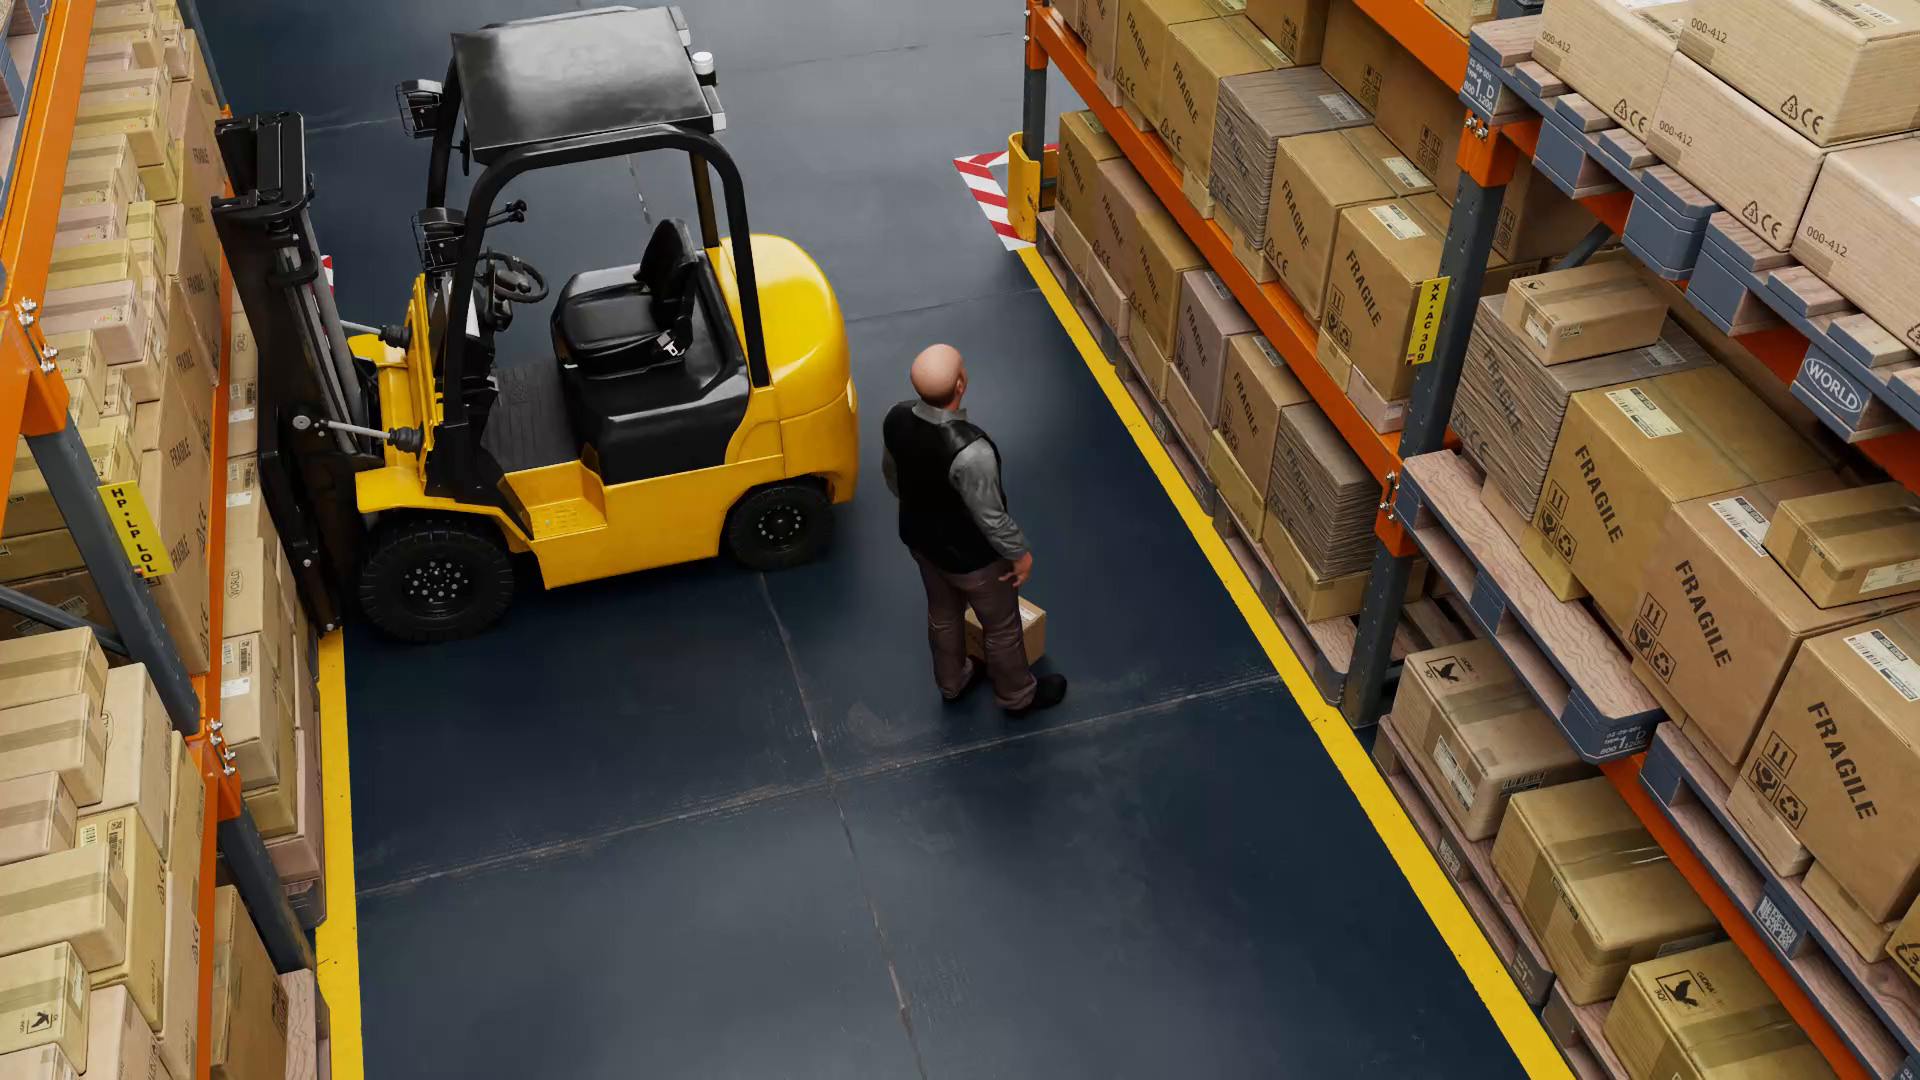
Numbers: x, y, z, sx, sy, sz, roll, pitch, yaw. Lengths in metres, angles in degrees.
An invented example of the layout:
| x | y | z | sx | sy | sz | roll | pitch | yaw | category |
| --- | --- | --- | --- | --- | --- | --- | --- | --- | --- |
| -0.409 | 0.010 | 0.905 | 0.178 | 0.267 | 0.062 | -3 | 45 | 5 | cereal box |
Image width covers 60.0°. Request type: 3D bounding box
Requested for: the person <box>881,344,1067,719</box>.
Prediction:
| x | y | z | sx | sy | sz | roll | pitch | yaw | category |
| --- | --- | --- | --- | --- | --- | --- | --- | --- | --- |
| 0.042 | -0.035 | 6.205 | 0.632 | 1.720 | 0.568 | 32 | 51 | 31 | person |
